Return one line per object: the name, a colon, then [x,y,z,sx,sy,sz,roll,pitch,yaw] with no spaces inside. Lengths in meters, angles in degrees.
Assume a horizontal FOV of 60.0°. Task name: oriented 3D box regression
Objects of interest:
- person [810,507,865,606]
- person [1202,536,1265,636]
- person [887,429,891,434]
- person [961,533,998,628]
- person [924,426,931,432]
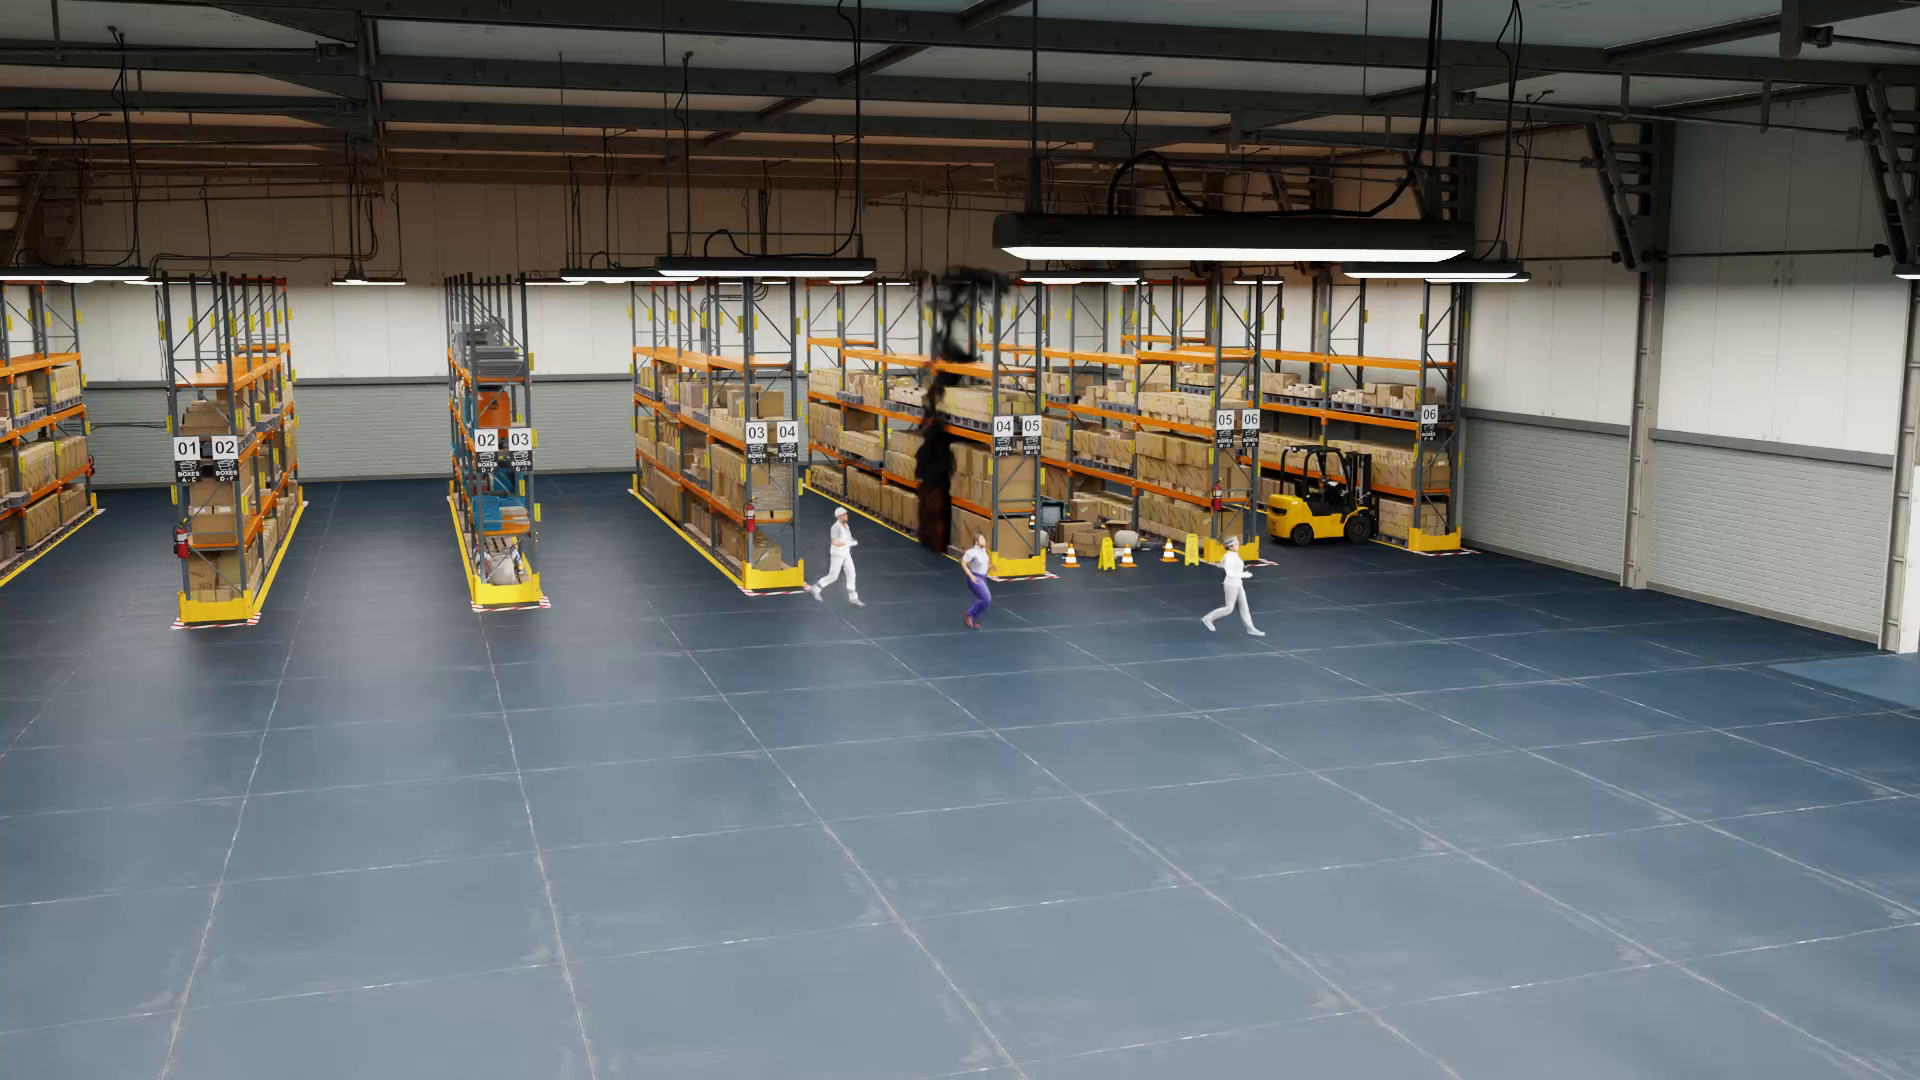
person: [-2.215,0.297,30.170,1.002,1.803,0.672,3,9,21]
person: [4.523,0.751,27.409,1.022,1.651,0.626,3,9,20]
person: [-2.040,-2.318,47.562,0.713,1.747,0.933,-3,9,-20]
person: [0.350,0.689,28.175,0.574,1.612,0.588,3,9,20]
person: [-0.924,-2.801,50.924,0.741,1.762,0.648,-3,9,-19]
